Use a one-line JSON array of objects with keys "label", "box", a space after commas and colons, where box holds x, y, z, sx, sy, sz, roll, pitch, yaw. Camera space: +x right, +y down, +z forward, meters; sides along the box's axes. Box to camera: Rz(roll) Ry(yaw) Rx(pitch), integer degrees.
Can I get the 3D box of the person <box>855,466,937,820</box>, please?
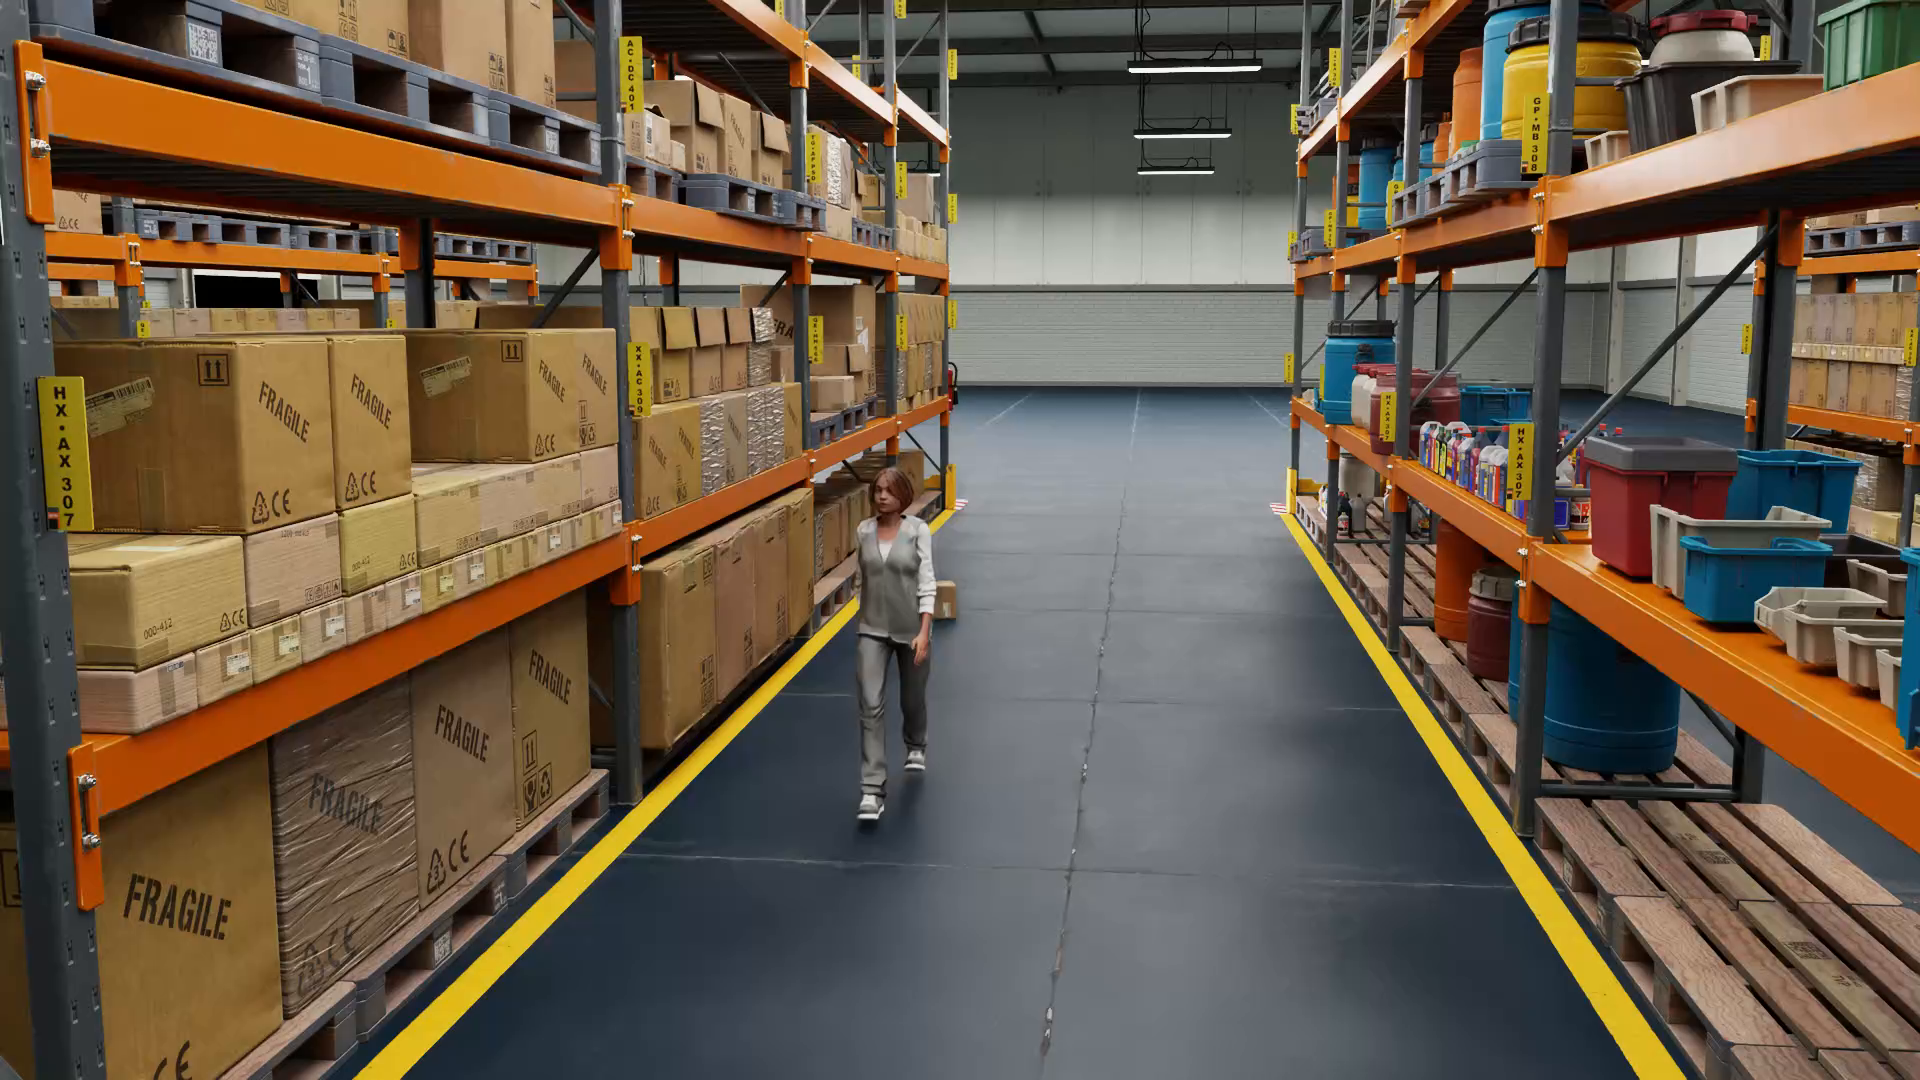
[{"label": "person", "box": [-0.300, 0.433, 7.668, 0.403, 1.544, 0.933, 1, 8, 5]}]
